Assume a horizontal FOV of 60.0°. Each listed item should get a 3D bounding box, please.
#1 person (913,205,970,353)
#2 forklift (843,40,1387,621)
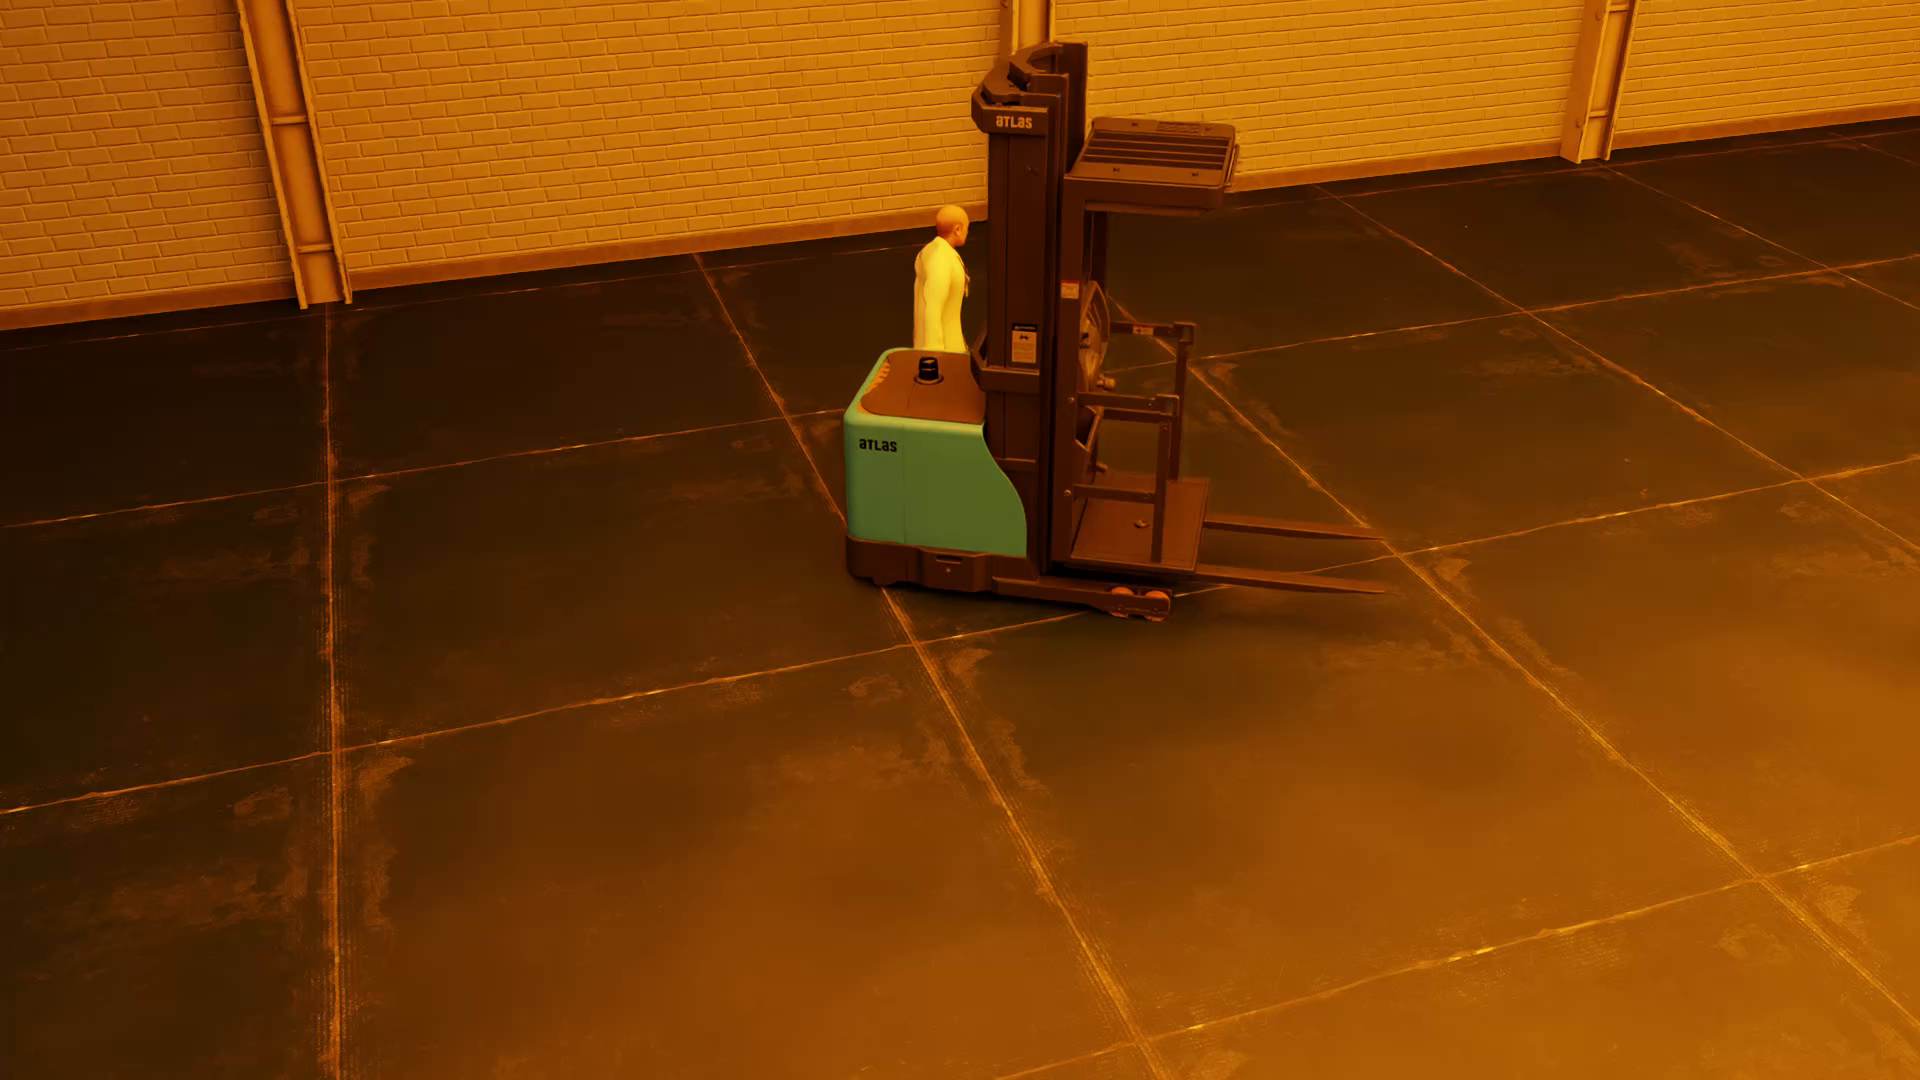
[{"bbox_3d":[-0.135,-1.248,10.463,0.451,1.749,0.910,-4,30,-7],"label":"person"},{"bbox_3d":[0.915,-1.110,9.015,3.031,2.935,1.130,6,30,10],"label":"forklift"}]
